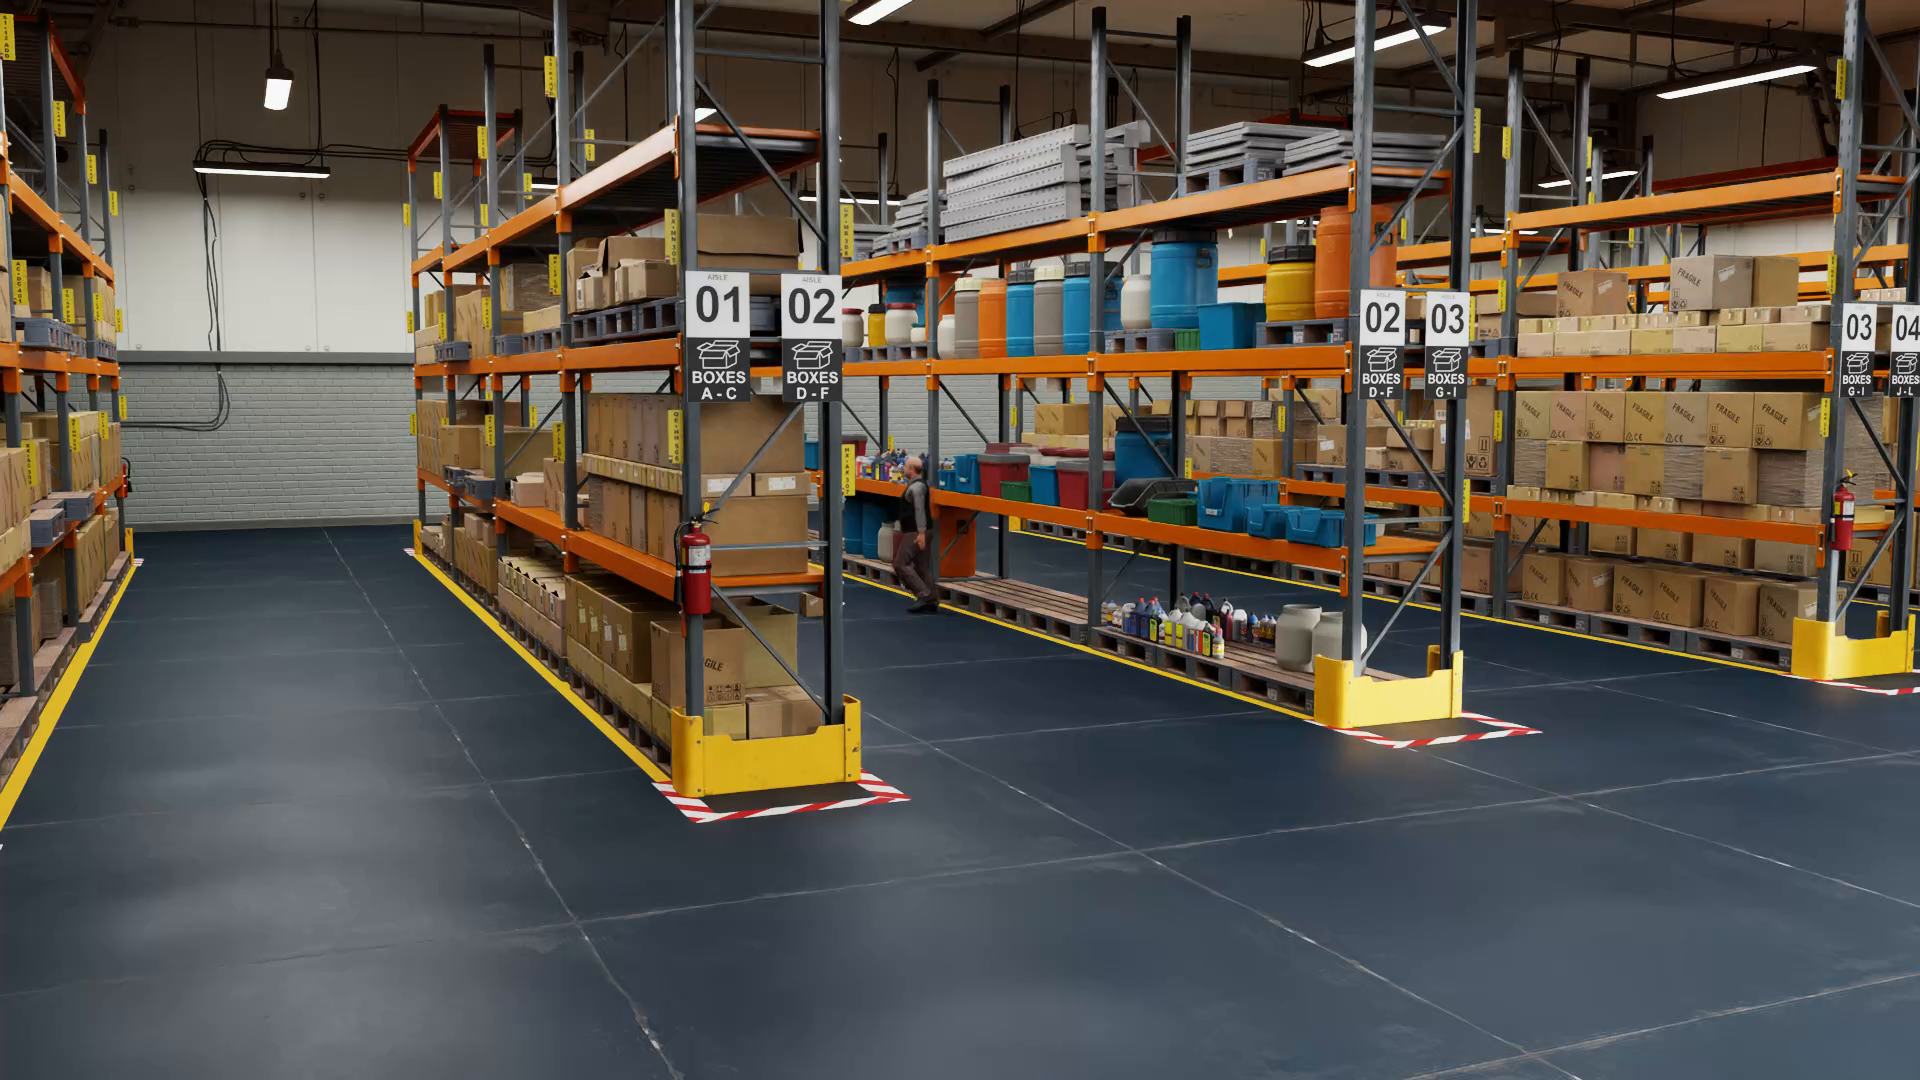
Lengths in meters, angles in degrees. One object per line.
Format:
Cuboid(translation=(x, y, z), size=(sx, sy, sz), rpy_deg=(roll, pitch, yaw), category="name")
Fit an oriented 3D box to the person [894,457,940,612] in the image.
Cuboid(translation=(-0.467, -0.062, 18.323), size=(0.485, 1.711, 0.551), rpy_deg=(1, 5, 7), category="person")
